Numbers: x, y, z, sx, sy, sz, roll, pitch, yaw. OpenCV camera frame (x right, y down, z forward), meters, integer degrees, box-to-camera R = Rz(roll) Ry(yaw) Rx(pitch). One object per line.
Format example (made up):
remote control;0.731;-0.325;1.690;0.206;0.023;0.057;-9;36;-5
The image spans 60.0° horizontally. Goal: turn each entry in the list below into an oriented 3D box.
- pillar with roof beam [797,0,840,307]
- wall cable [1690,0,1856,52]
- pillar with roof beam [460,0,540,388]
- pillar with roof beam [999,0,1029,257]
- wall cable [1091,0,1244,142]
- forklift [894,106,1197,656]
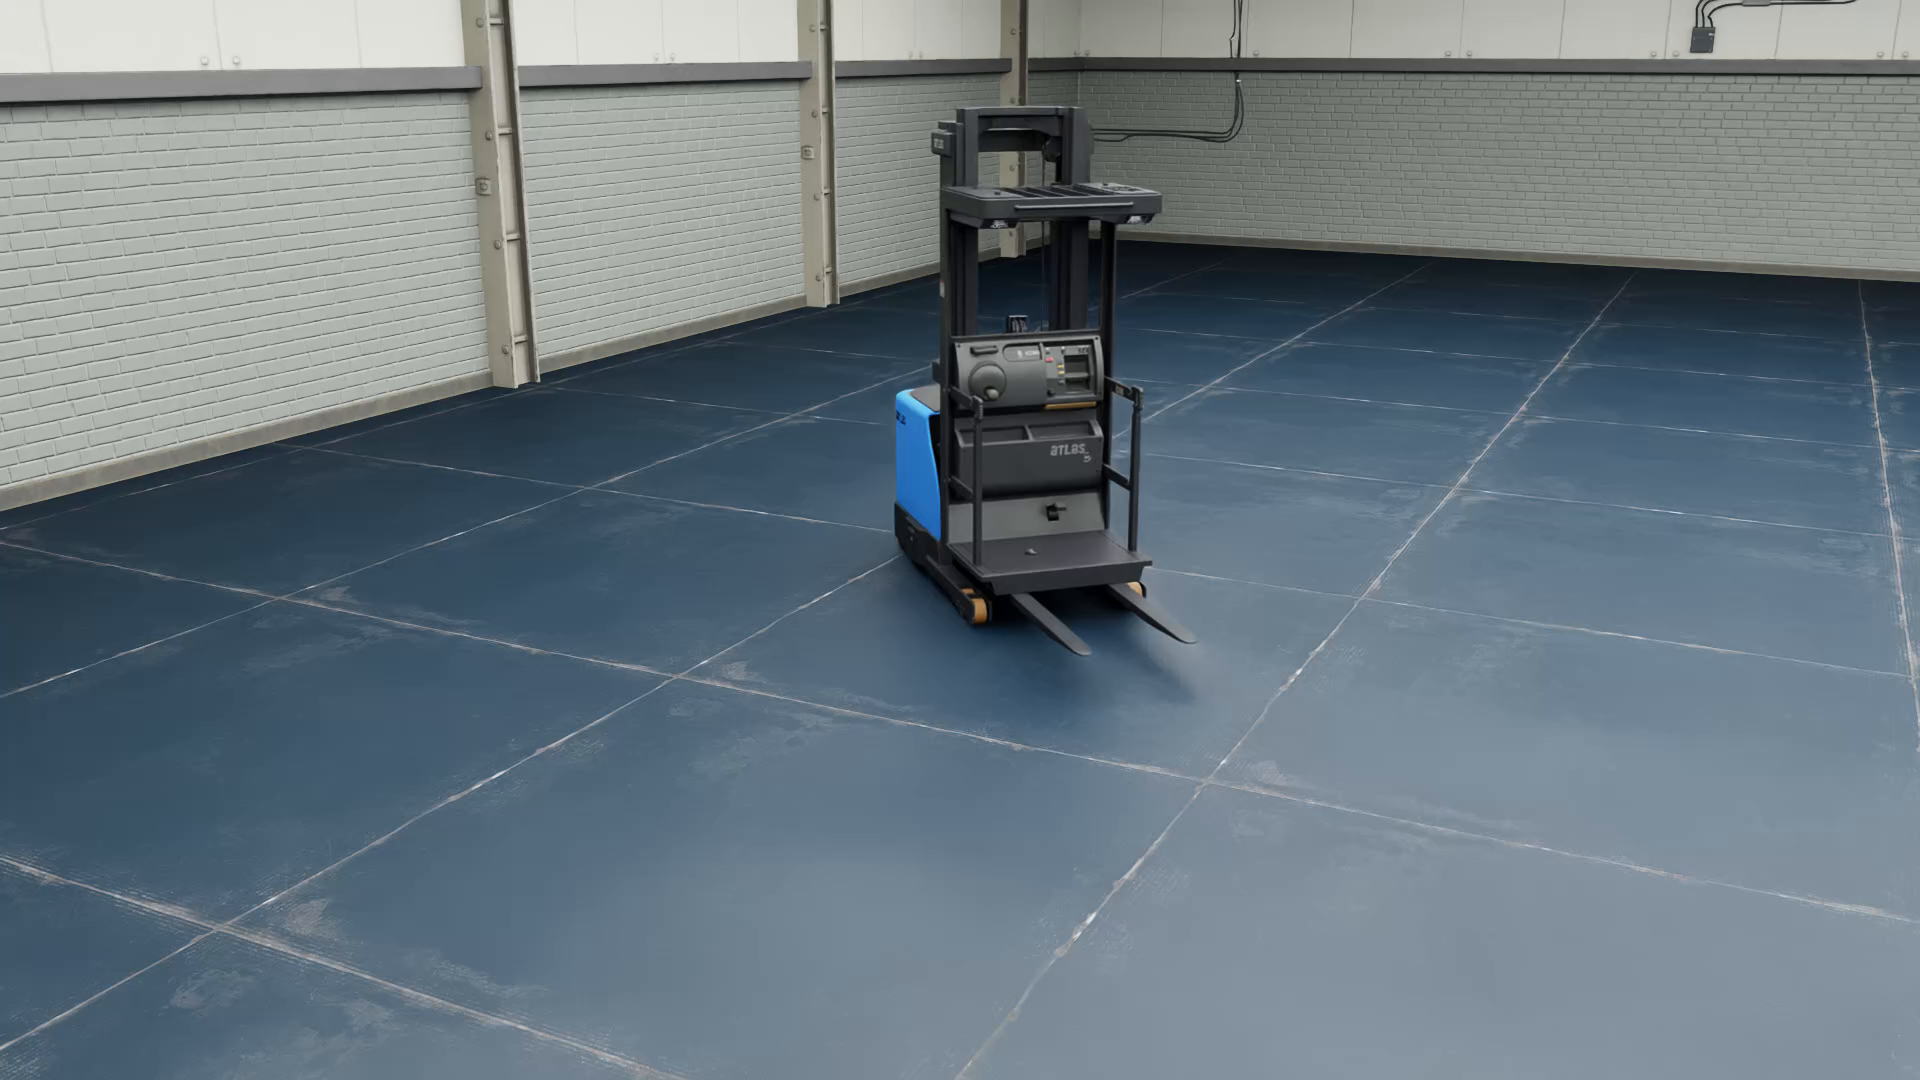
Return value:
pillar with roof beam;2.027;-6.882;18.891;9.100;9.000;0.400;8;18;25
wall cable;11.842;-9.959;23.276;2.305;6.003;0.169;8;18;25
pillar with roof beam;-0.654;-5.354;13.745;9.100;9.000;0.400;8;18;25
pillar with roof beam;4.708;-8.411;24.036;9.100;9.000;0.400;8;18;25
wall cable;3.356;-8.052;28.282;3.097;2.526;0.112;8;18;25
forklift;0.489;-1.027;9.835;1.130;2.935;3.031;-5;17;-17
